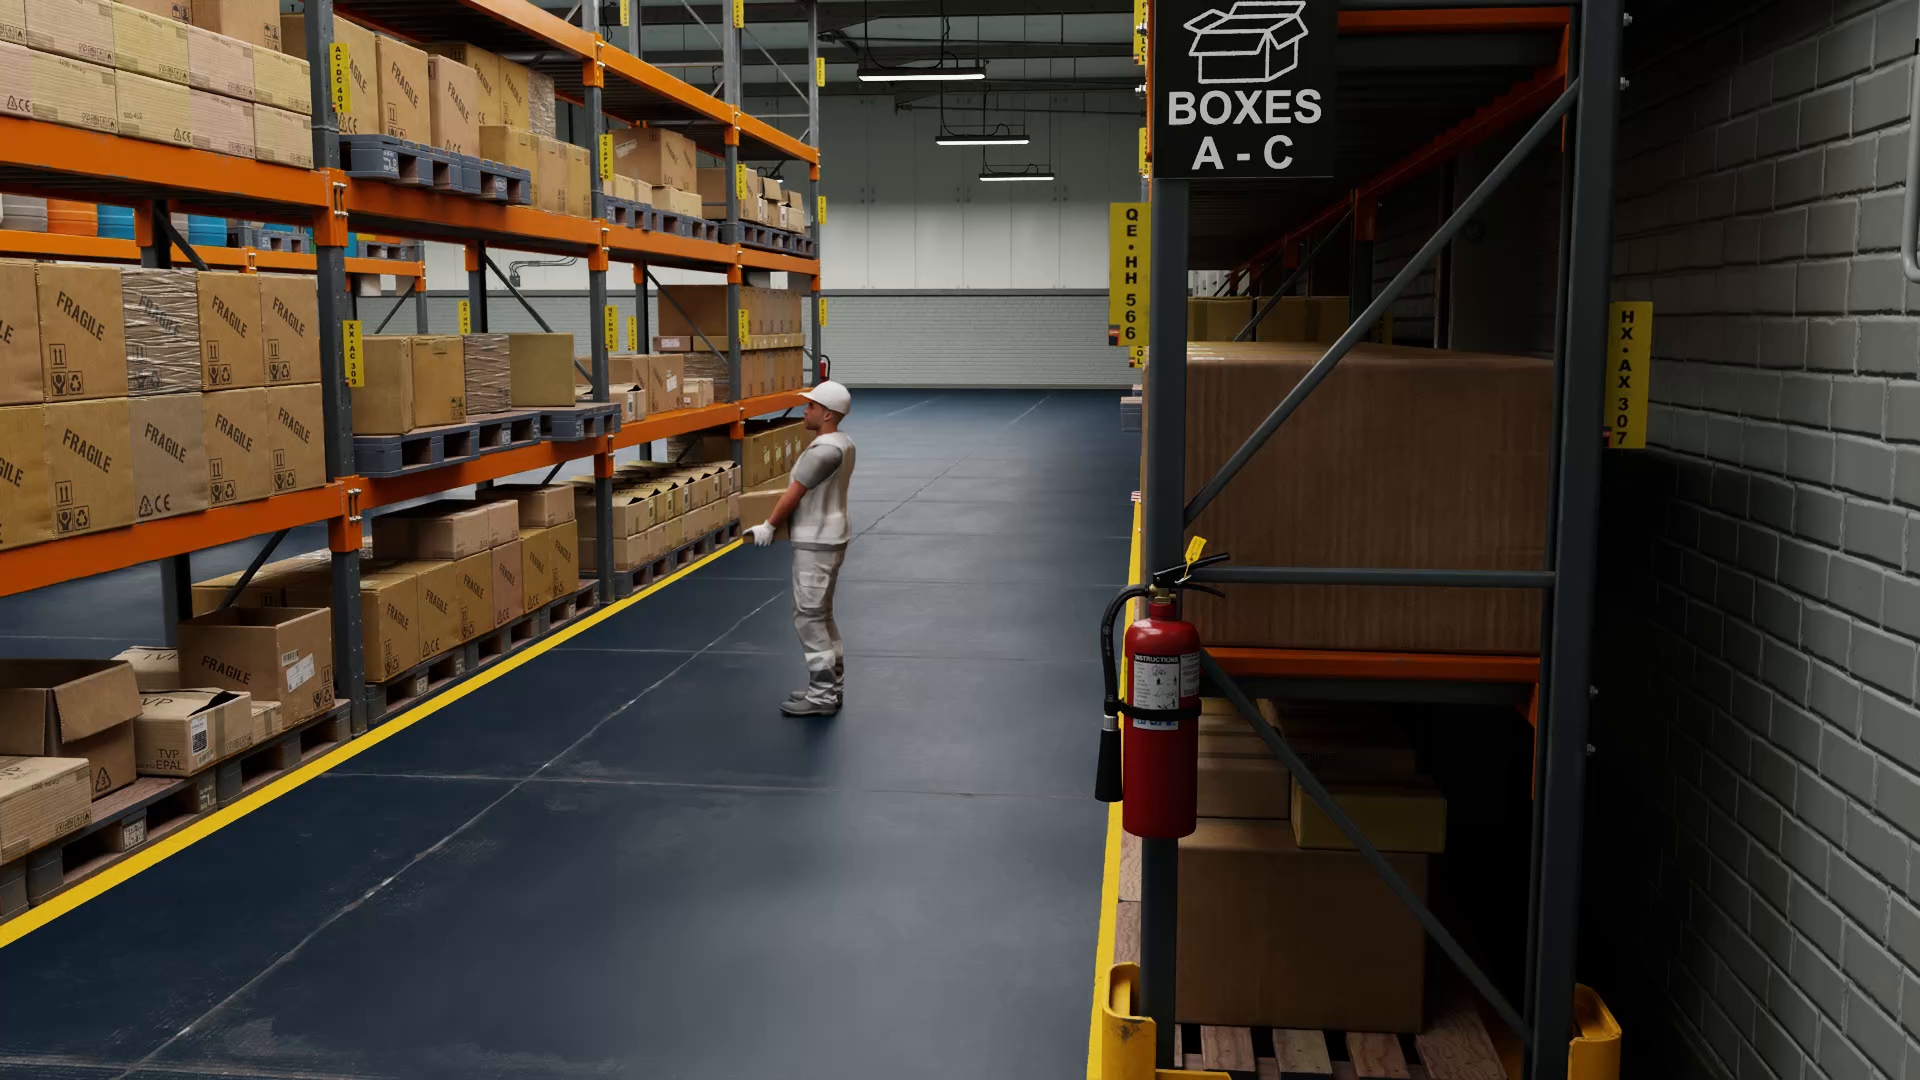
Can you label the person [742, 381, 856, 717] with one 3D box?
[{"bbox_3d":[-0.857,0.040,8.920,0.572,1.782,0.493,1,8,7],"label":"person"}]
